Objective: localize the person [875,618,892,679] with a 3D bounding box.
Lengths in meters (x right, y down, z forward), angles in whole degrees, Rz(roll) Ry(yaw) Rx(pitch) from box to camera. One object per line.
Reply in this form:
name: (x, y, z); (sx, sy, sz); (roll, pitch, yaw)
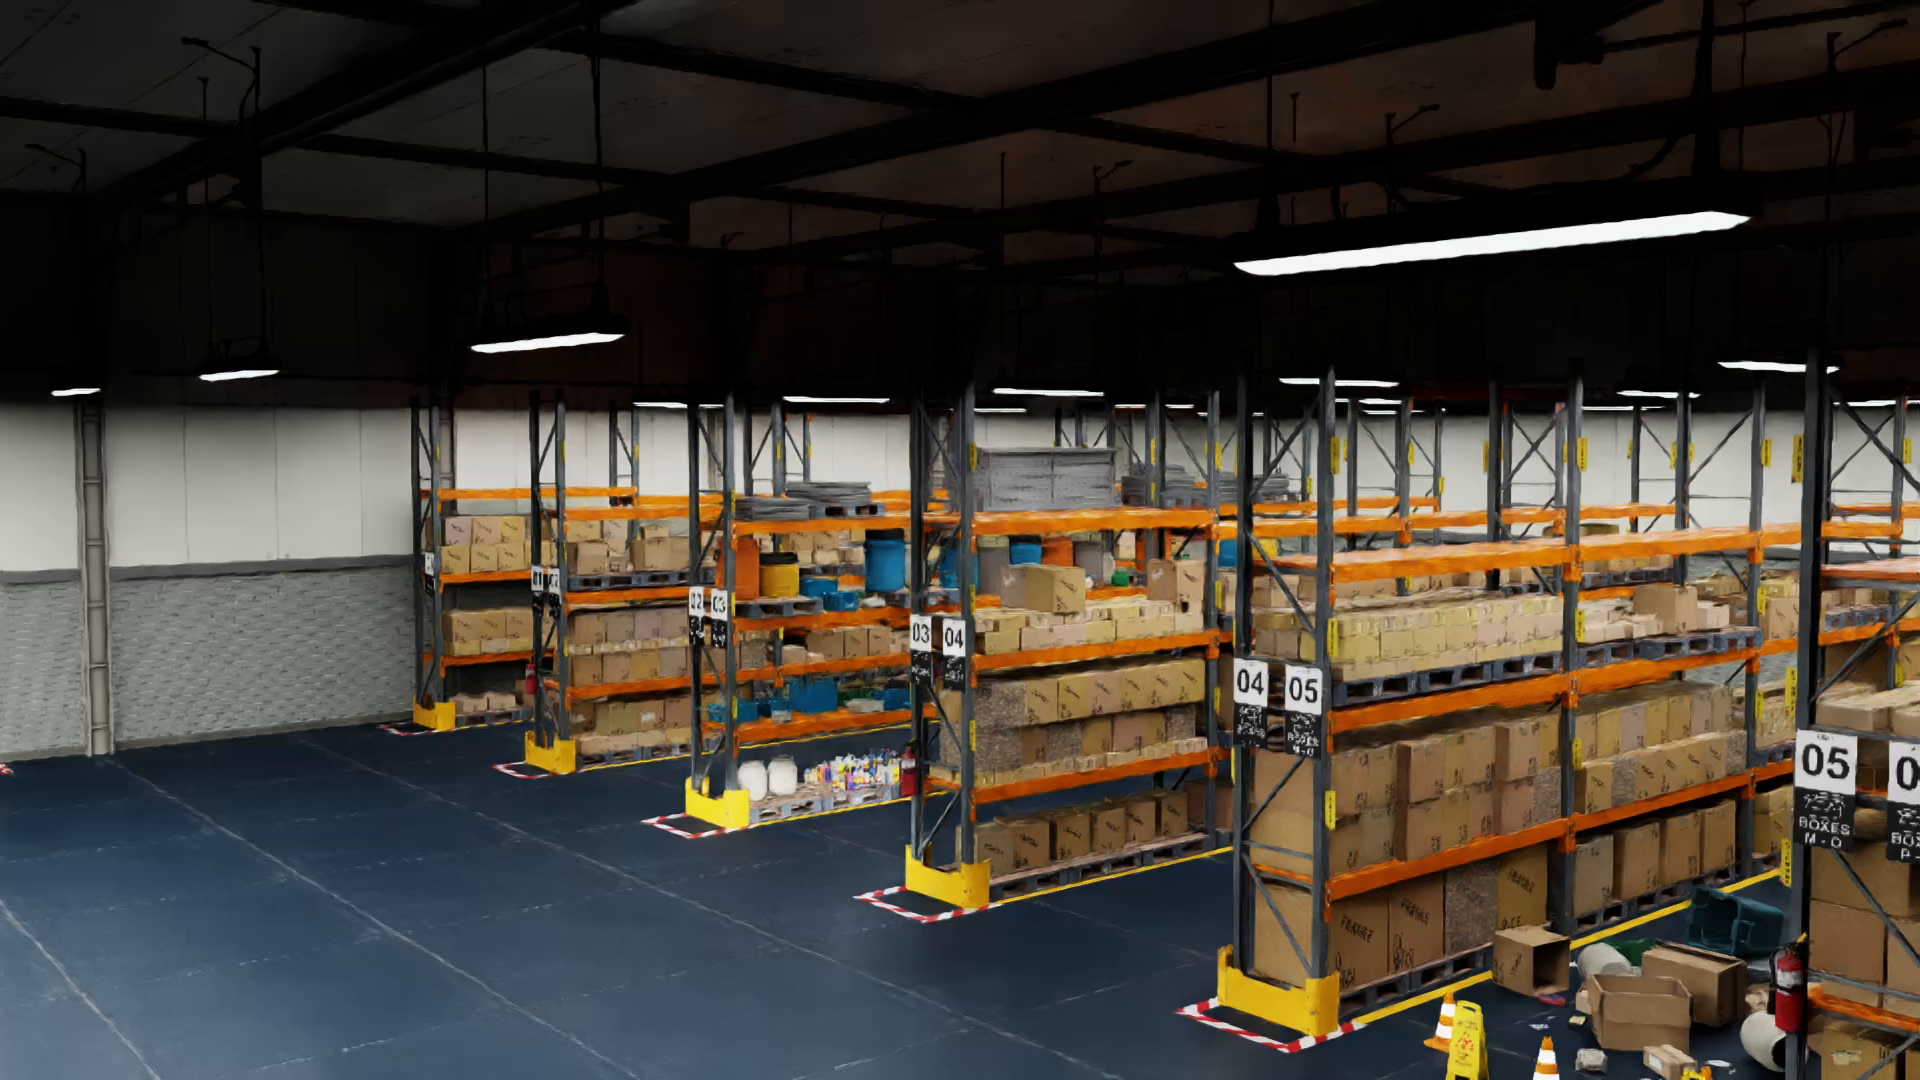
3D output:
person: (-1.477, 2.316, 32.880); (0.450, 1.782, 0.614); (1, 4, 20)
